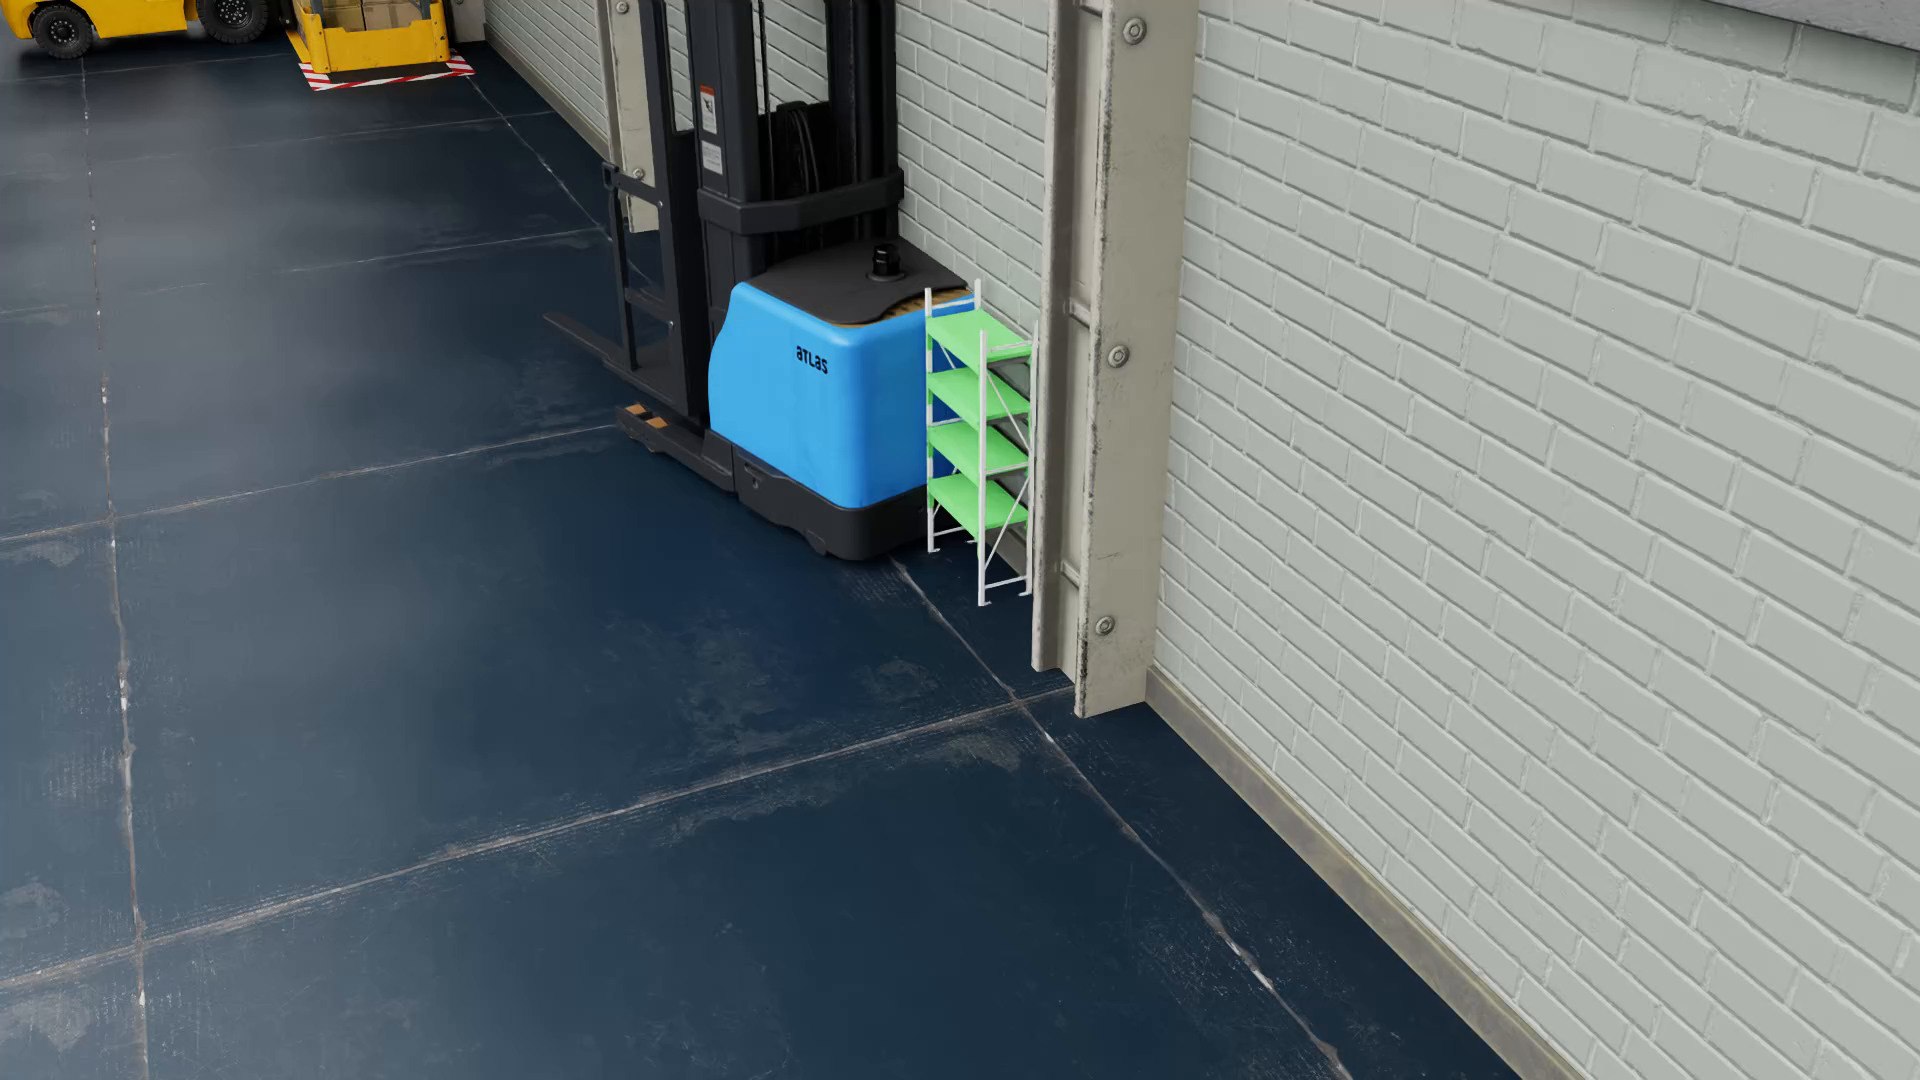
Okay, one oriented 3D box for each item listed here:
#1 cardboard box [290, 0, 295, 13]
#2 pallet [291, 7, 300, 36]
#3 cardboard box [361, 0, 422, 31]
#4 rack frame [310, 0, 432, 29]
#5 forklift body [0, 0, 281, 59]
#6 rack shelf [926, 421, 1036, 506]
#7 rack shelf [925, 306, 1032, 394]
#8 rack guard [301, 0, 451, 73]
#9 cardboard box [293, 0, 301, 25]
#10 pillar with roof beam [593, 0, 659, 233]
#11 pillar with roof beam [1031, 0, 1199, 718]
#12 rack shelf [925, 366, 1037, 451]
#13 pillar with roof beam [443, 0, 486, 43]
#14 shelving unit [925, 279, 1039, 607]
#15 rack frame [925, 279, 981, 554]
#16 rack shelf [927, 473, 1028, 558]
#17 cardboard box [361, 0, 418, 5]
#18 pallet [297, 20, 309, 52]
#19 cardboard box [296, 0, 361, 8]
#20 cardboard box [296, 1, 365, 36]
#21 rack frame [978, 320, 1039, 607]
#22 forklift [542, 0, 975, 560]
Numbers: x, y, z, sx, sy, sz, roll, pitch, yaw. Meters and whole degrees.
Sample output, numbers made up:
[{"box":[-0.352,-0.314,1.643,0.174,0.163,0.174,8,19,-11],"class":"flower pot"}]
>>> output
[{"box":[-6.069,-5.147,15.745,0.500,0.250,0.500,-13,32,-21],"class":"cardboard box"},{"box":[-6.056,-5.229,16.359,1.003,0.211,1.213,-13,32,-22],"class":"pallet"},{"box":[-5.205,-4.820,15.160,0.500,0.250,0.500,-13,32,-22],"class":"cardboard box"},{"box":[-5.171,-5.578,14.130,1.000,3.000,0.127,-13,32,-22],"class":"rack frame"},{"box":[-7.632,-5.662,15.149,2.313,2.155,1.214,-13,32,-22],"class":"forklift body"},{"box":[0.080,-0.331,6.744,0.258,0.148,0.480,-13,32,-22],"class":"rack shelf"},{"box":[0.080,-0.750,6.509,0.258,0.148,0.480,-13,32,-22],"class":"rack shelf"},{"box":[-5.160,-4.477,14.723,1.175,0.500,0.348,-13,32,-22],"class":"rack guard"},{"box":[-5.863,-4.925,15.347,0.500,0.250,0.500,-13,32,-22],"class":"cardboard box"},{"box":[-5.968,-5.137,7.210,9.100,9.000,0.400,-13,32,-22],"class":"pillar with roof beam"},{"box":[-3.392,-2.487,2.484,9.100,9.000,0.400,-13,32,-22],"class":"pillar with roof beam"},{"box":[0.080,-0.540,6.626,0.258,0.148,0.480,-13,32,-22],"class":"rack shelf"},{"box":[-8.544,-7.787,11.937,9.100,9.000,0.400,-13,32,-22],"class":"pillar with roof beam"},{"box":[0.080,-0.387,6.713,0.258,1.200,0.503,-13,32,-22],"class":"shelving unit"},{"box":[-0.027,-0.494,6.904,0.240,1.200,0.015,-13,32,-22],"class":"rack frame"},{"box":[0.080,-0.121,6.861,0.258,0.148,0.480,-13,32,-22],"class":"rack shelf"},{"box":[-5.185,-5.031,15.026,0.500,0.250,0.500,-12,32,-21],"class":"cardboard box"},{"box":[-5.537,-4.691,15.399,1.003,0.211,1.213,-13,32,-22],"class":"pallet"},{"box":[-5.662,-4.929,14.844,0.500,0.250,0.500,-14,32,-23],"class":"cardboard box"},{"box":[-5.658,-4.703,14.952,0.500,0.250,0.500,-13,32,-22],"class":"cardboard box"},{"box":[0.186,-0.279,6.521,0.240,1.200,0.015,-13,32,-22],"class":"rack frame"},{"box":[-1.025,-1.840,7.535,1.130,2.935,3.031,-22,36,-34],"class":"forklift"}]
